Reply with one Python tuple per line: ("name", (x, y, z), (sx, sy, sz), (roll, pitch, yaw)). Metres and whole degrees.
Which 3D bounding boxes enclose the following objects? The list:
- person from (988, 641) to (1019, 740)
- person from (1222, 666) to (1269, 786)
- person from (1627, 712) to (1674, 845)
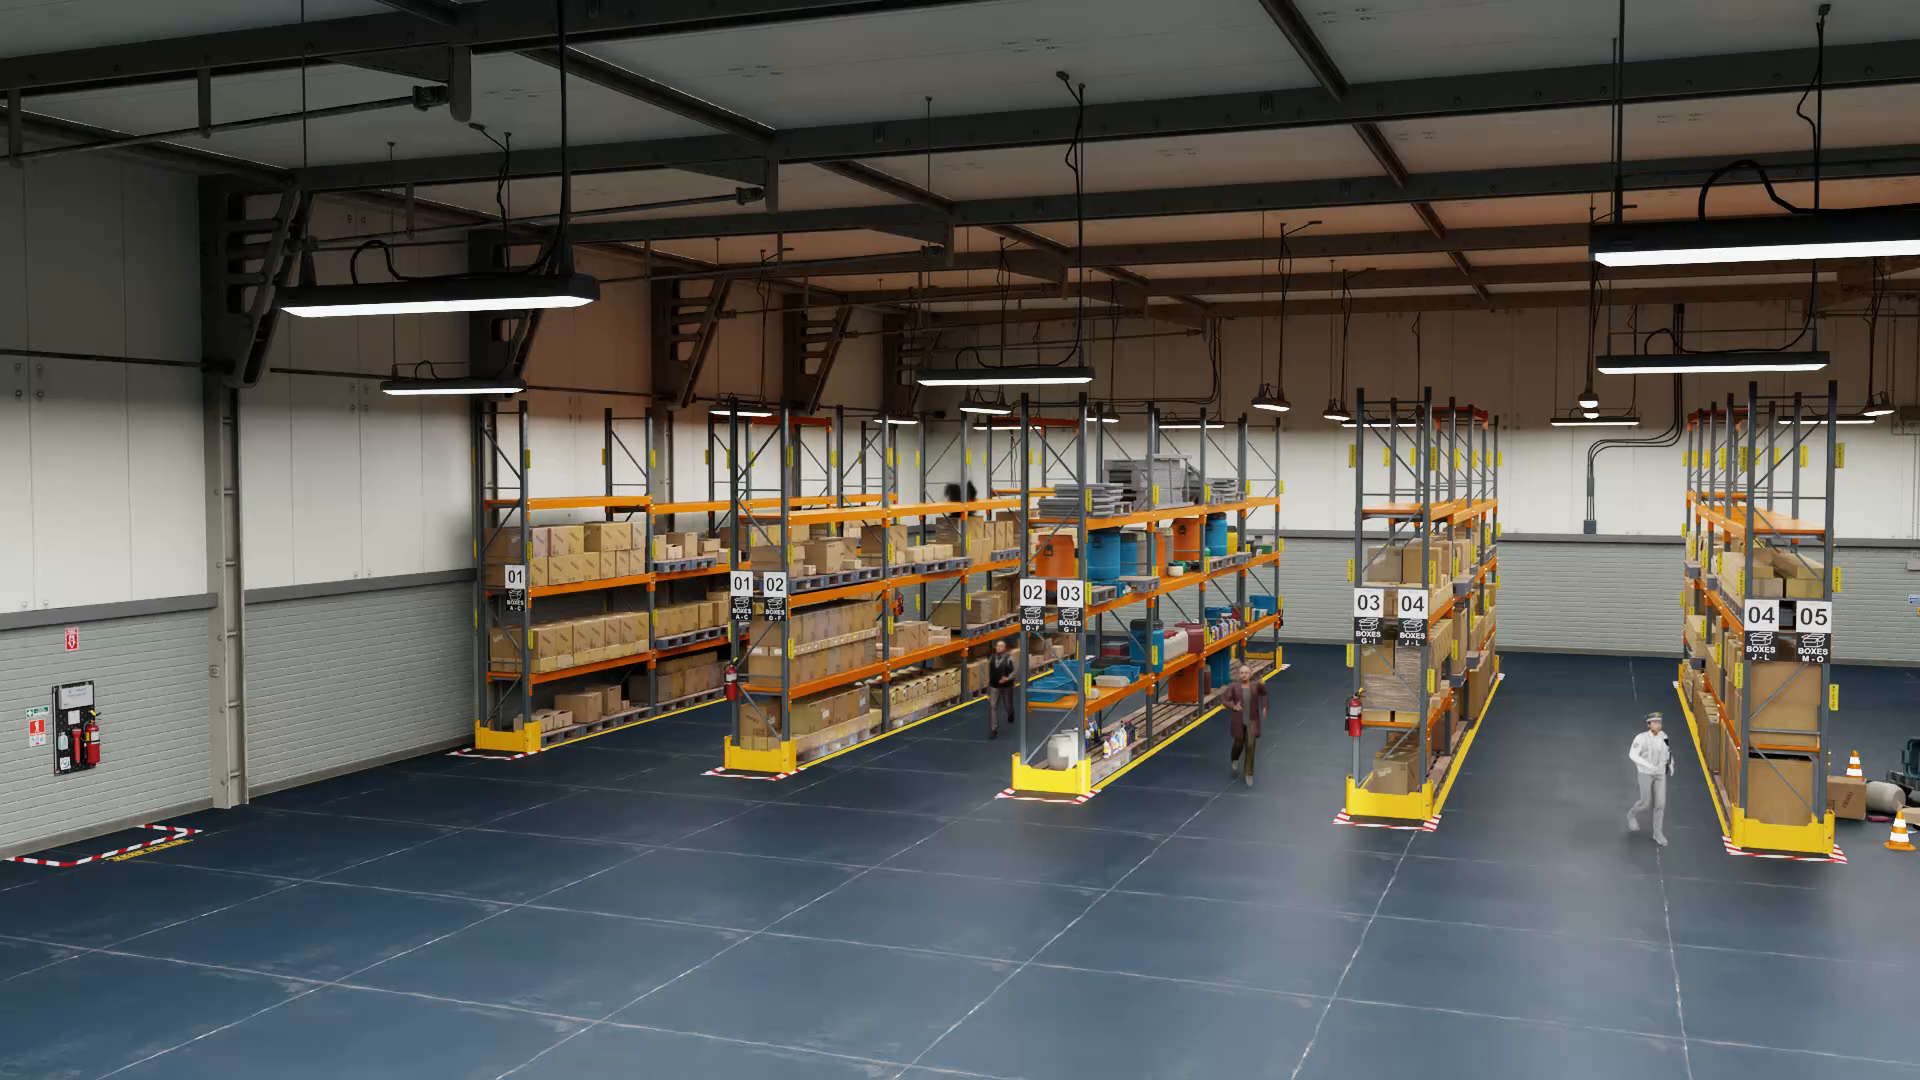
("person", (0.773, 2.691, 30.171), (0.628, 1.724, 1.122), (1, 3, 15))
("person", (4.444, 2.849, 25.910), (0.718, 1.799, 1.059), (0, 3, 8))
("person", (9.111, 3.090, 21.920), (0.639, 1.692, 0.780), (0, 3, -7))
